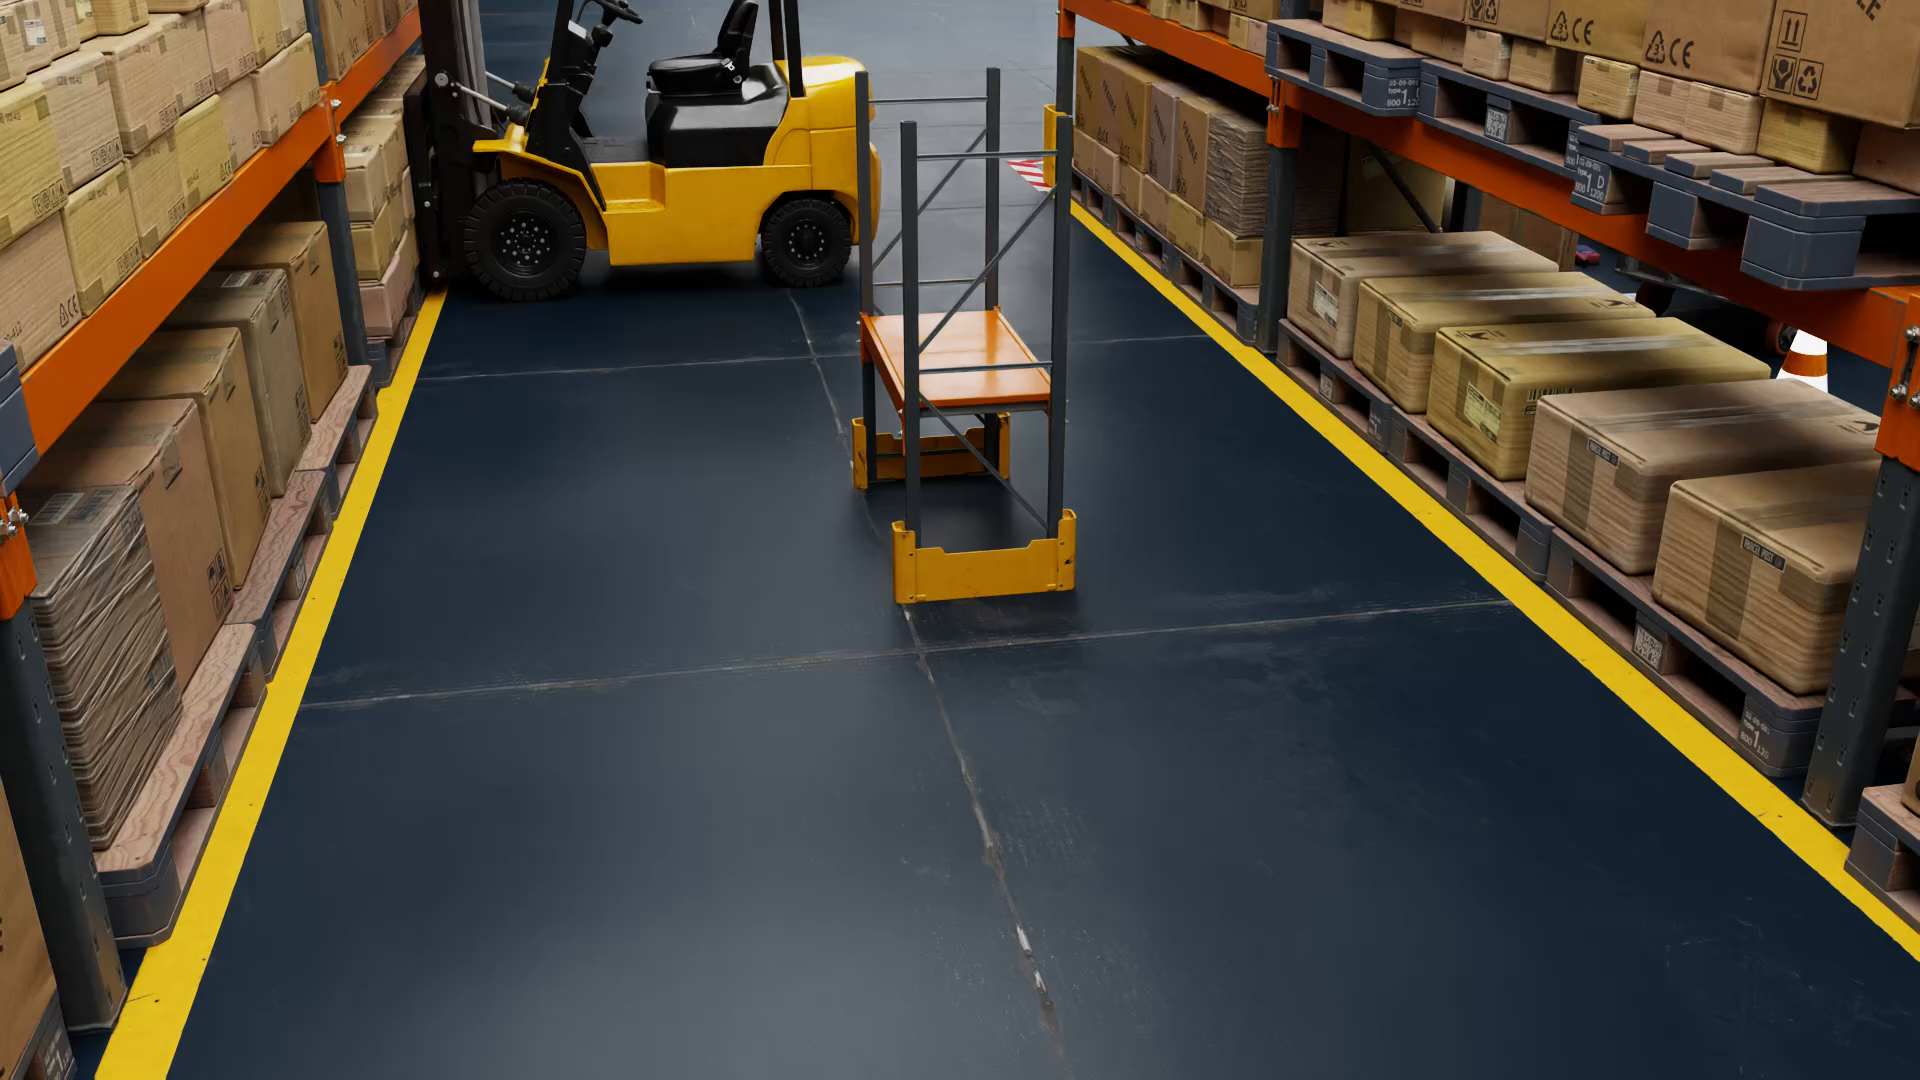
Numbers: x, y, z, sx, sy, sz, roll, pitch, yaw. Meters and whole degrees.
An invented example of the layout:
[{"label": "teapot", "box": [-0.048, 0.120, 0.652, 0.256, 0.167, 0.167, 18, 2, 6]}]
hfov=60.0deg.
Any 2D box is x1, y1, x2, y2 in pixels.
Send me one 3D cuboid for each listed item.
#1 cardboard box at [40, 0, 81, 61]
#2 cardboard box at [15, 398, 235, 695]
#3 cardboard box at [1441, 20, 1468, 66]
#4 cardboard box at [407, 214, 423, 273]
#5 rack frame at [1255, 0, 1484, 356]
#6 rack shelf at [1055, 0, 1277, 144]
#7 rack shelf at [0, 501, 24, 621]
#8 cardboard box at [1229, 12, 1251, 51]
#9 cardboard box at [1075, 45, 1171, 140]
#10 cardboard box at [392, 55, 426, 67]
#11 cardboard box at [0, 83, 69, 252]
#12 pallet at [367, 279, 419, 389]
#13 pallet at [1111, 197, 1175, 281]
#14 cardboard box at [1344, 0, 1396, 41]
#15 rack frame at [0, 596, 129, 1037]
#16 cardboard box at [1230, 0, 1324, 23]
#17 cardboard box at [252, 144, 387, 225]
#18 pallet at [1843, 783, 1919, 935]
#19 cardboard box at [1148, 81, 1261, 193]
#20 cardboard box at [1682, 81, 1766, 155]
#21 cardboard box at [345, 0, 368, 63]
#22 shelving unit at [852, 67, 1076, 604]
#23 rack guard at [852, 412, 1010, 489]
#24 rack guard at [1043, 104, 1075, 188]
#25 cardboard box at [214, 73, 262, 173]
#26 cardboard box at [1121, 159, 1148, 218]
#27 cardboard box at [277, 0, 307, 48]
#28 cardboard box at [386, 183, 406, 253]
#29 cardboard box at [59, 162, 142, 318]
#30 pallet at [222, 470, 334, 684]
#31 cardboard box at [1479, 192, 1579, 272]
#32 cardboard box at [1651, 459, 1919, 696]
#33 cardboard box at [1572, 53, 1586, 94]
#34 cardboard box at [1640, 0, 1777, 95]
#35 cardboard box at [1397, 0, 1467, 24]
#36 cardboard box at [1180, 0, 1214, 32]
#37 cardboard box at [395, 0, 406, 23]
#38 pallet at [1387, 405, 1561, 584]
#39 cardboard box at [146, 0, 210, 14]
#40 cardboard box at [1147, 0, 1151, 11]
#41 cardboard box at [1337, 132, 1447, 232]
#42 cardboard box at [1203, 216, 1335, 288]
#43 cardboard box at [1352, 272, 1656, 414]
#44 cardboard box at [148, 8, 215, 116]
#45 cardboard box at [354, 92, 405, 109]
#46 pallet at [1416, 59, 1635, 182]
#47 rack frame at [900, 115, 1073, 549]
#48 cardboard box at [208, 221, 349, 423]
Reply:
[{"label": "cardboard box", "box": [-2.202, -1.144, 3.687, 0.380, 0.149, 0.250, -4, 24, -9]}, {"label": "cardboard box", "box": [-2.479, 0.045, 4.341, 0.875, 0.625, 0.625, -4, 24, -8]}, {"label": "cardboard box", "box": [1.896, -1.720, 5.730, 0.380, 0.149, 0.250, -4, 24, -9]}, {"label": "cardboard box", "box": [-2.972, -1.468, 8.274, 0.500, 0.250, 0.500, -4, 24, -9]}, {"label": "rack frame", "box": [1.889, -2.290, 7.246, 1.000, 3.000, 0.127, -4, 24, -10]}, {"label": "rack shelf", "box": [1.519, -2.747, 9.191, 1.077, 0.370, 4.000, -4, 24, -10]}, {"label": "rack shelf", "box": [-1.879, 0.768, 1.142, 1.077, 0.370, 4.000, -4, 24, -10]}, {"label": "cardboard box", "box": [1.477, -2.377, 7.758, 0.380, 0.149, 0.250, -4, 24, -9]}, {"label": "cardboard box", "box": [1.032, -2.793, 10.370, 0.500, 0.500, 0.500, -5, 24, -12]}, {"label": "cardboard box", "box": [-3.337, -2.727, 9.908, 0.500, 0.250, 0.500, -4, 24, -8]}, {"label": "cardboard box", "box": [-2.066, -0.703, 3.174, 0.500, 0.250, 0.500, -4, 24, -10]}, {"label": "pallet", "box": [-3.094, -0.959, 7.683, 1.003, 0.211, 1.213, -4, 24, -10]}, {"label": "pallet", "box": [1.501, -1.755, 9.504, 1.003, 0.211, 1.213, -4, 24, -10]}, {"label": "cardboard box", "box": [1.718, -2.028, 6.435, 0.380, 0.149, 0.250, -4, 24, -9]}, {"label": "rack frame", "box": [-2.249, -0.348, 2.799, 1.000, 3.000, 0.127, -4, 24, -10]}, {"label": "cardboard box", "box": [1.562, -2.629, 7.524, 0.500, 0.500, 0.500, -5, 24, -11]}, {"label": "cardboard box", "box": [-2.770, -1.525, 7.156, 0.500, 0.250, 0.500, -5, 24, -11]}, {"label": "pallet", "box": [2.700, 0.877, 3.479, 1.003, 0.211, 1.213, -4, 24, -10]}, {"label": "cardboard box", "box": [1.324, -2.180, 8.967, 0.500, 0.500, 0.500, -3, 24, -7]}, {"label": "cardboard box", "box": [2.125, -1.102, 4.314, 0.380, 0.149, 0.250, -5, 24, -10]}, {"label": "cardboard box", "box": [-2.927, -2.365, 7.292, 0.500, 0.500, 0.500, -4, 24, -9]}, {"label": "shelving unit", "box": [-0.014, -0.717, 5.518, 0.587, 1.500, 1.083, -4, 24, -10]}, {"label": "rack guard", "box": [-0.106, -0.340, 6.217, 0.587, 0.250, 0.087, -4, 24, -10]}, {"label": "rack guard", "box": [1.163, -2.688, 11.280, 1.175, 0.500, 0.348, -4, 24, -10]}, {"label": "cardboard box", "box": [-2.478, -1.279, 5.118, 0.500, 0.250, 0.500, -4, 24, -9]}, {"label": "cardboard box", "box": [1.227, -2.043, 9.591, 0.500, 0.250, 0.500, -3, 24, -6]}, {"label": "cardboard box", "box": [-2.646, -1.908, 5.933, 0.500, 0.250, 0.500, -5, 24, -11]}, {"label": "cardboard box", "box": [-2.870, -1.494, 7.709, 0.500, 0.250, 0.500, -4, 24, -10]}, {"label": "cardboard box", "box": [-2.179, -0.670, 3.724, 0.500, 0.250, 0.500, -5, 24, -11]}, {"label": "pallet", "box": [-2.585, 0.124, 5.202, 1.003, 0.211, 1.213, -4, 24, -10]}, {"label": "cardboard box", "box": [3.028, -1.668, 8.941, 0.500, 0.500, 0.500, 13, 27, 27]}, {"label": "cardboard box", "box": [2.534, 0.072, 4.596, 0.950, 0.372, 0.625, -6, 24, -13]}, {"label": "cardboard box", "box": [2.099, -1.417, 5.035, 0.380, 0.149, 0.250, -4, 24, -9]}, {"label": "cardboard box", "box": [2.165, -1.452, 4.306, 0.500, 0.500, 0.500, -5, 24, -11]}, {"label": "cardboard box", "box": [1.865, -2.067, 5.713, 0.500, 0.500, 0.500, -4, 24, -10]}, {"label": "cardboard box", "box": [1.339, -2.678, 8.449, 0.380, 0.149, 0.250, -5, 24, -11]}, {"label": "cardboard box", "box": [-3.197, -2.960, 8.655, 0.500, 0.500, 0.500, -5, 24, -11]}, {"label": "pallet", "box": [2.263, -0.225, 6.002, 1.003, 0.211, 1.213, -4, 24, -10]}, {"label": "cardboard box", "box": [-2.317, -1.548, 4.610, 0.380, 0.149, 0.250, -5, 24, -11]}, {"label": "cardboard box", "box": [1.249, -2.983, 9.146, 0.380, 0.149, 0.250, -5, 24, -11]}, {"label": "cardboard box", "box": [2.045, -1.818, 8.139, 0.500, 0.500, 0.500, -3, 24, -7]}, {"label": "cardboard box", "box": [1.515, -1.435, 8.199, 0.500, 0.250, 0.500, -3, 24, -7]}, {"label": "cardboard box", "box": [2.125, -0.790, 6.569, 0.950, 0.372, 0.625, -3, 24, -6]}, {"label": "cardboard box", "box": [-2.381, -1.304, 4.551, 0.500, 0.250, 0.500, -4, 24, -9]}, {"label": "cardboard box", "box": [-3.047, -2.129, 8.539, 0.500, 0.250, 0.500, -5, 24, -11]}, {"label": "pallet", "box": [2.222, -1.405, 5.458, 1.003, 0.211, 1.213, -4, 24, -10]}, {"label": "rack frame", "box": [0.078, -0.521, 5.069, 0.500, 1.500, 0.032, -4, 24, -10]}, {"label": "cardboard box", "box": [-2.881, -0.821, 6.325, 0.875, 0.625, 0.625, -3, 24, -7]}]
